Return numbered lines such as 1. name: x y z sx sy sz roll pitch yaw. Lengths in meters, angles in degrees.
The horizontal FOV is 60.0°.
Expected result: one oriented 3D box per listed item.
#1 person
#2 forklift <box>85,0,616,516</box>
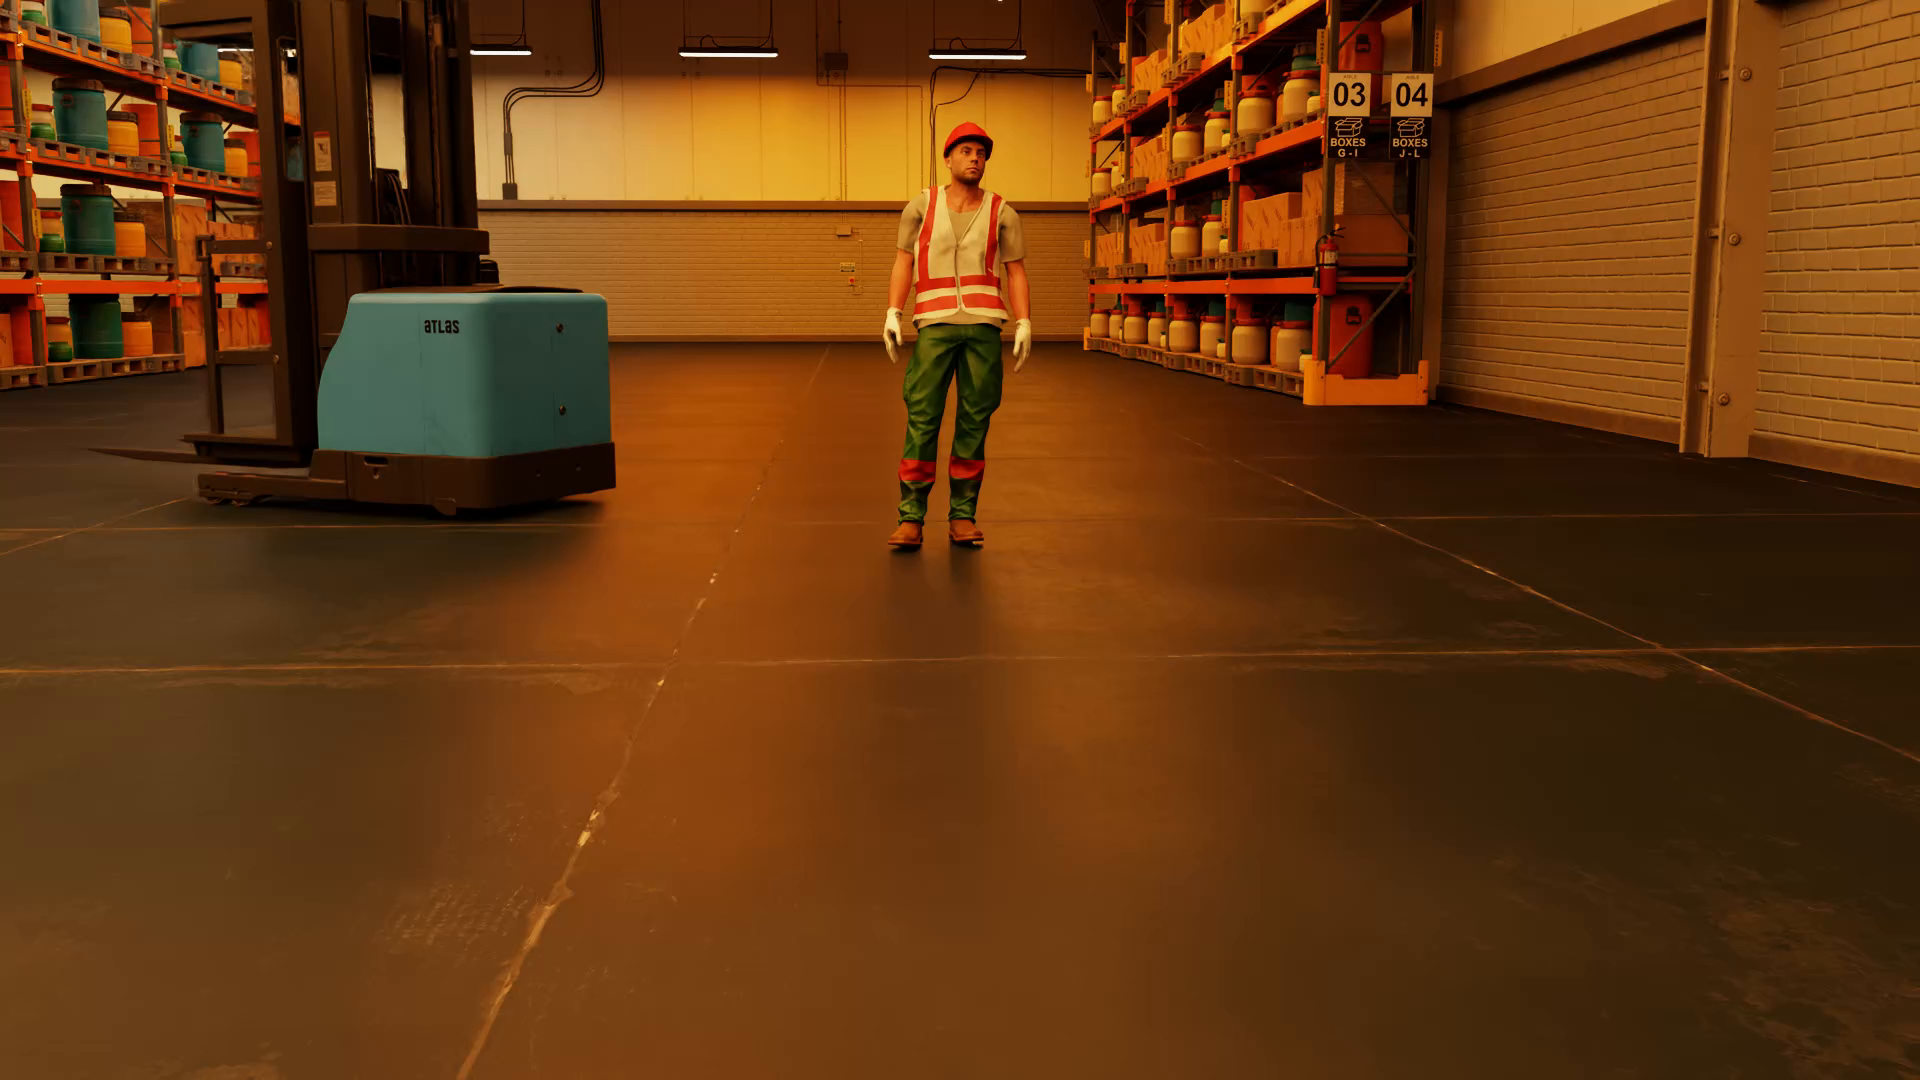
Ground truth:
1. person: -0.007 -0.881 7.097 0.637 1.790 0.562 -1 8 -4
2. forklift: -3.348 -1.686 8.683 3.031 2.935 1.130 4 9 26
